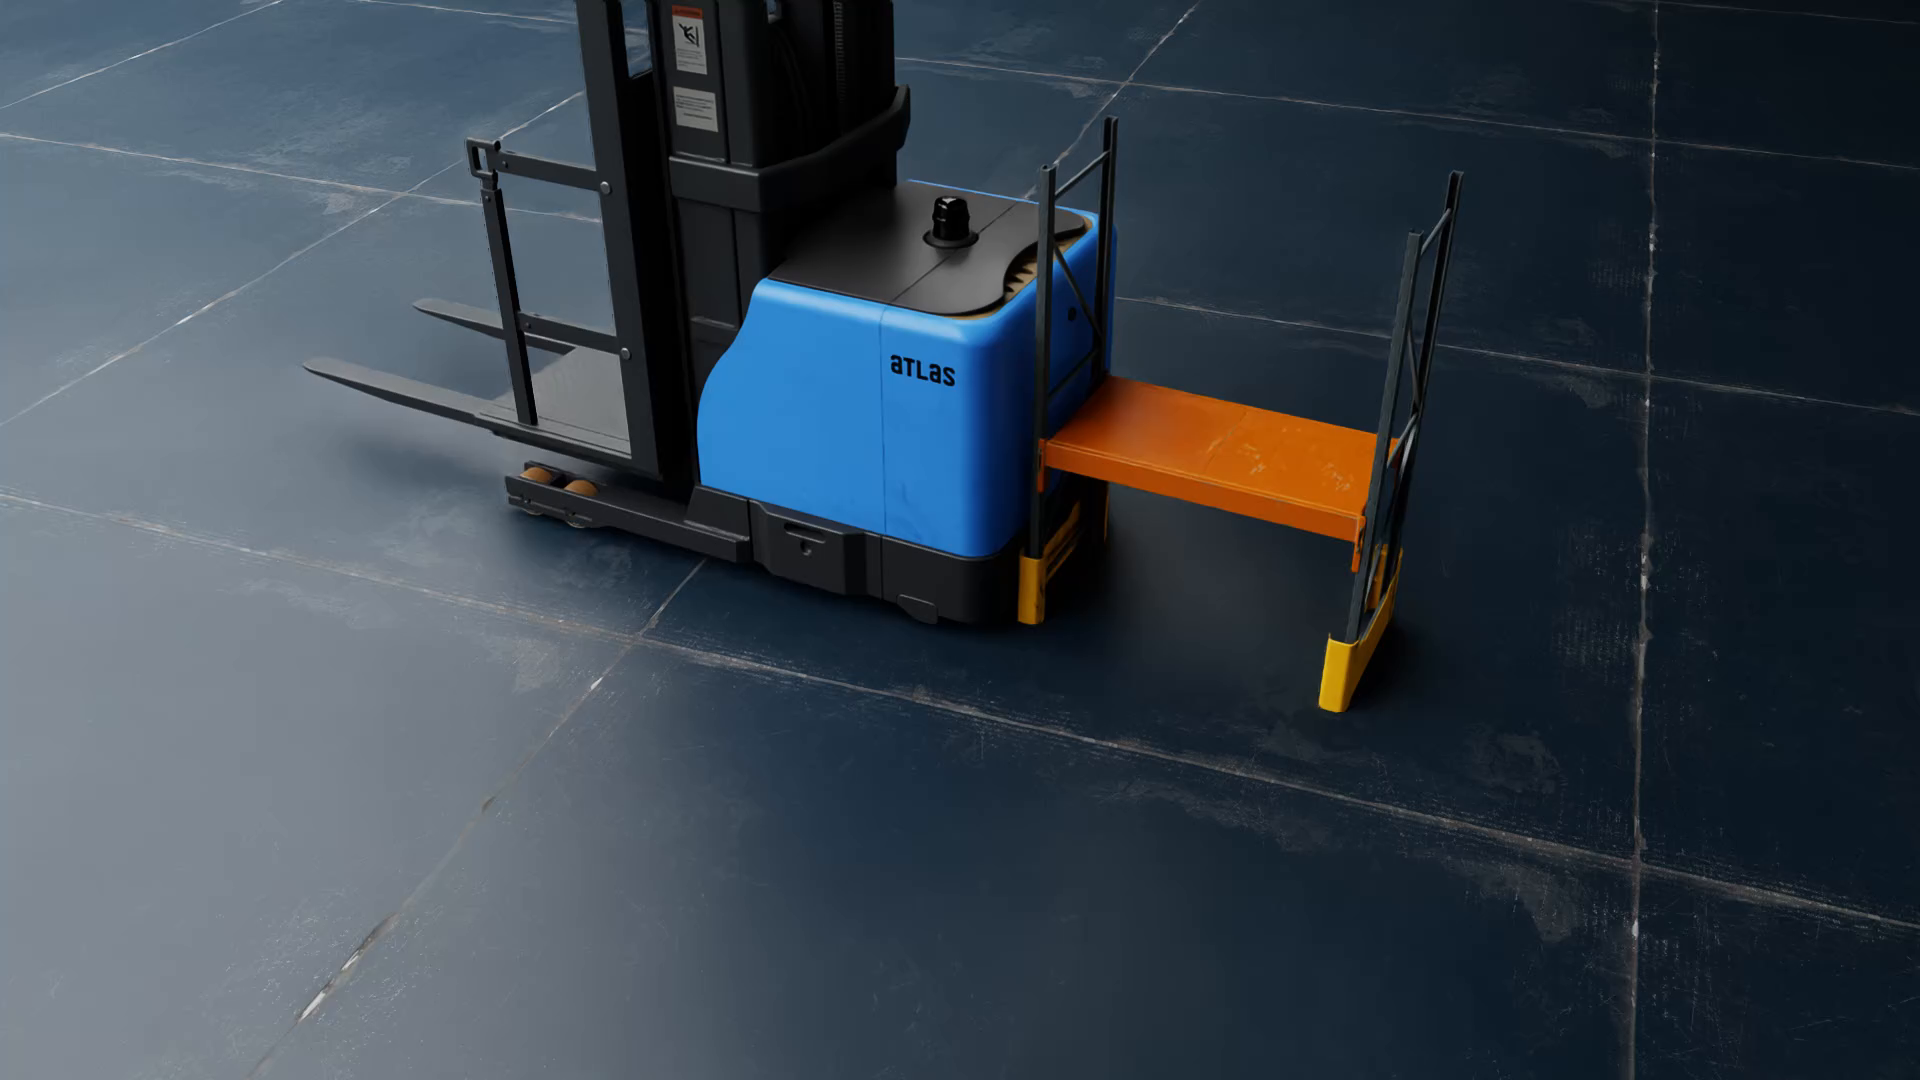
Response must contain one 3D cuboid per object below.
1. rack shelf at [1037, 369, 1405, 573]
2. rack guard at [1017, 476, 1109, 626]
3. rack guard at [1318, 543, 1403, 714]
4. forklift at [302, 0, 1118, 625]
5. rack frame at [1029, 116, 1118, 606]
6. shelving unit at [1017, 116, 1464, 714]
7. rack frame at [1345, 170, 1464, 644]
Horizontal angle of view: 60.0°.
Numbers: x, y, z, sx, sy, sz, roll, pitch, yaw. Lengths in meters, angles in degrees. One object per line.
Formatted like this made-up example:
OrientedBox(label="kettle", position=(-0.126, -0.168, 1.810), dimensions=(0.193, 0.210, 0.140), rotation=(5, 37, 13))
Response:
OrientedBox(label="rack shelf", position=(0.798, -0.230, 5.055), dimensions=(1.000, 0.185, 0.538), rotation=(15, 36, 22))
OrientedBox(label="rack guard", position=(0.345, 0.021, 5.487), dimensions=(0.087, 0.250, 0.587), rotation=(15, 36, 22))
OrientedBox(label="rack guard", position=(1.235, 0.263, 5.112), dimensions=(0.087, 0.250, 0.587), rotation=(15, 36, 22))
OrientedBox(label="forklift", position=(-1.025, -1.510, 5.387), dimensions=(3.031, 2.935, 1.130), rotation=(15, 36, 22))
OrientedBox(label="rack frame", position=(0.343, -0.505, 5.149), dimensions=(0.032, 1.500, 0.500), rotation=(15, 36, 22))
OrientedBox(label="shelving unit", position=(0.790, -0.383, 4.961), dimensions=(1.083, 1.500, 0.587), rotation=(15, 36, 22))
OrientedBox(label="rack frame", position=(1.252, -0.257, 4.766), dimensions=(0.032, 1.500, 0.500), rotation=(15, 36, 22))
